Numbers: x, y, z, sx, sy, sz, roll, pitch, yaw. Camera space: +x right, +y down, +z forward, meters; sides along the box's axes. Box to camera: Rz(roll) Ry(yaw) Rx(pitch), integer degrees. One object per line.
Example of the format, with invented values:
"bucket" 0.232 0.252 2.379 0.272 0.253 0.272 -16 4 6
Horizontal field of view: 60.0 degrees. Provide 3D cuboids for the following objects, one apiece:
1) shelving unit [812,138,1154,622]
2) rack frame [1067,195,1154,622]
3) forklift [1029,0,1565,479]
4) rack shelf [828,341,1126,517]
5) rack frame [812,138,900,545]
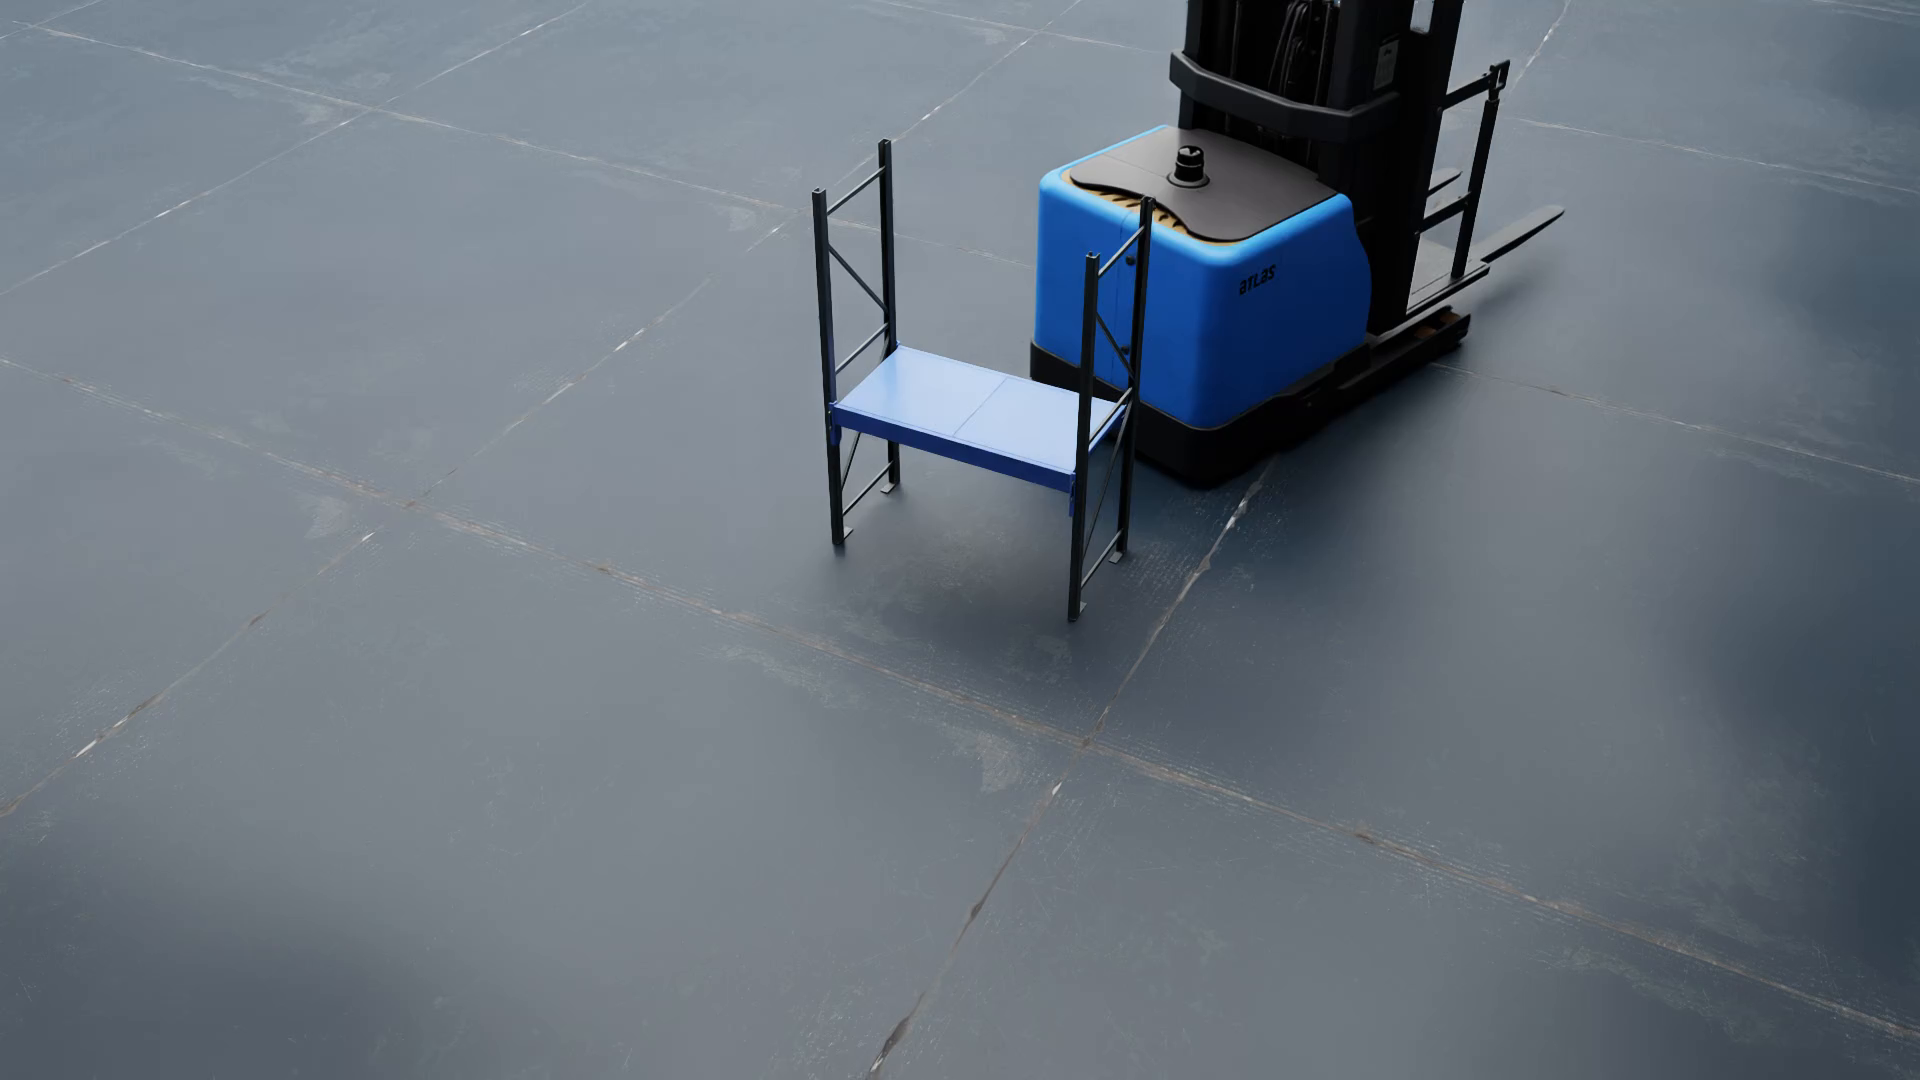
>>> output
"shelving unit" 0.076 -0.574 6.082 1.048 1.500 0.538 17 41 21
"rack frame" 0.527 -0.432 5.896 0.032 1.500 0.500 17 41 21
"forklift" 1.727 -2.188 7.025 3.031 2.935 1.130 -29 46 -33
"rack shelf" 0.076 -0.430 6.191 1.000 0.185 0.538 17 41 21
"rack frame" -0.376 -0.715 6.269 0.032 1.500 0.500 17 41 21
